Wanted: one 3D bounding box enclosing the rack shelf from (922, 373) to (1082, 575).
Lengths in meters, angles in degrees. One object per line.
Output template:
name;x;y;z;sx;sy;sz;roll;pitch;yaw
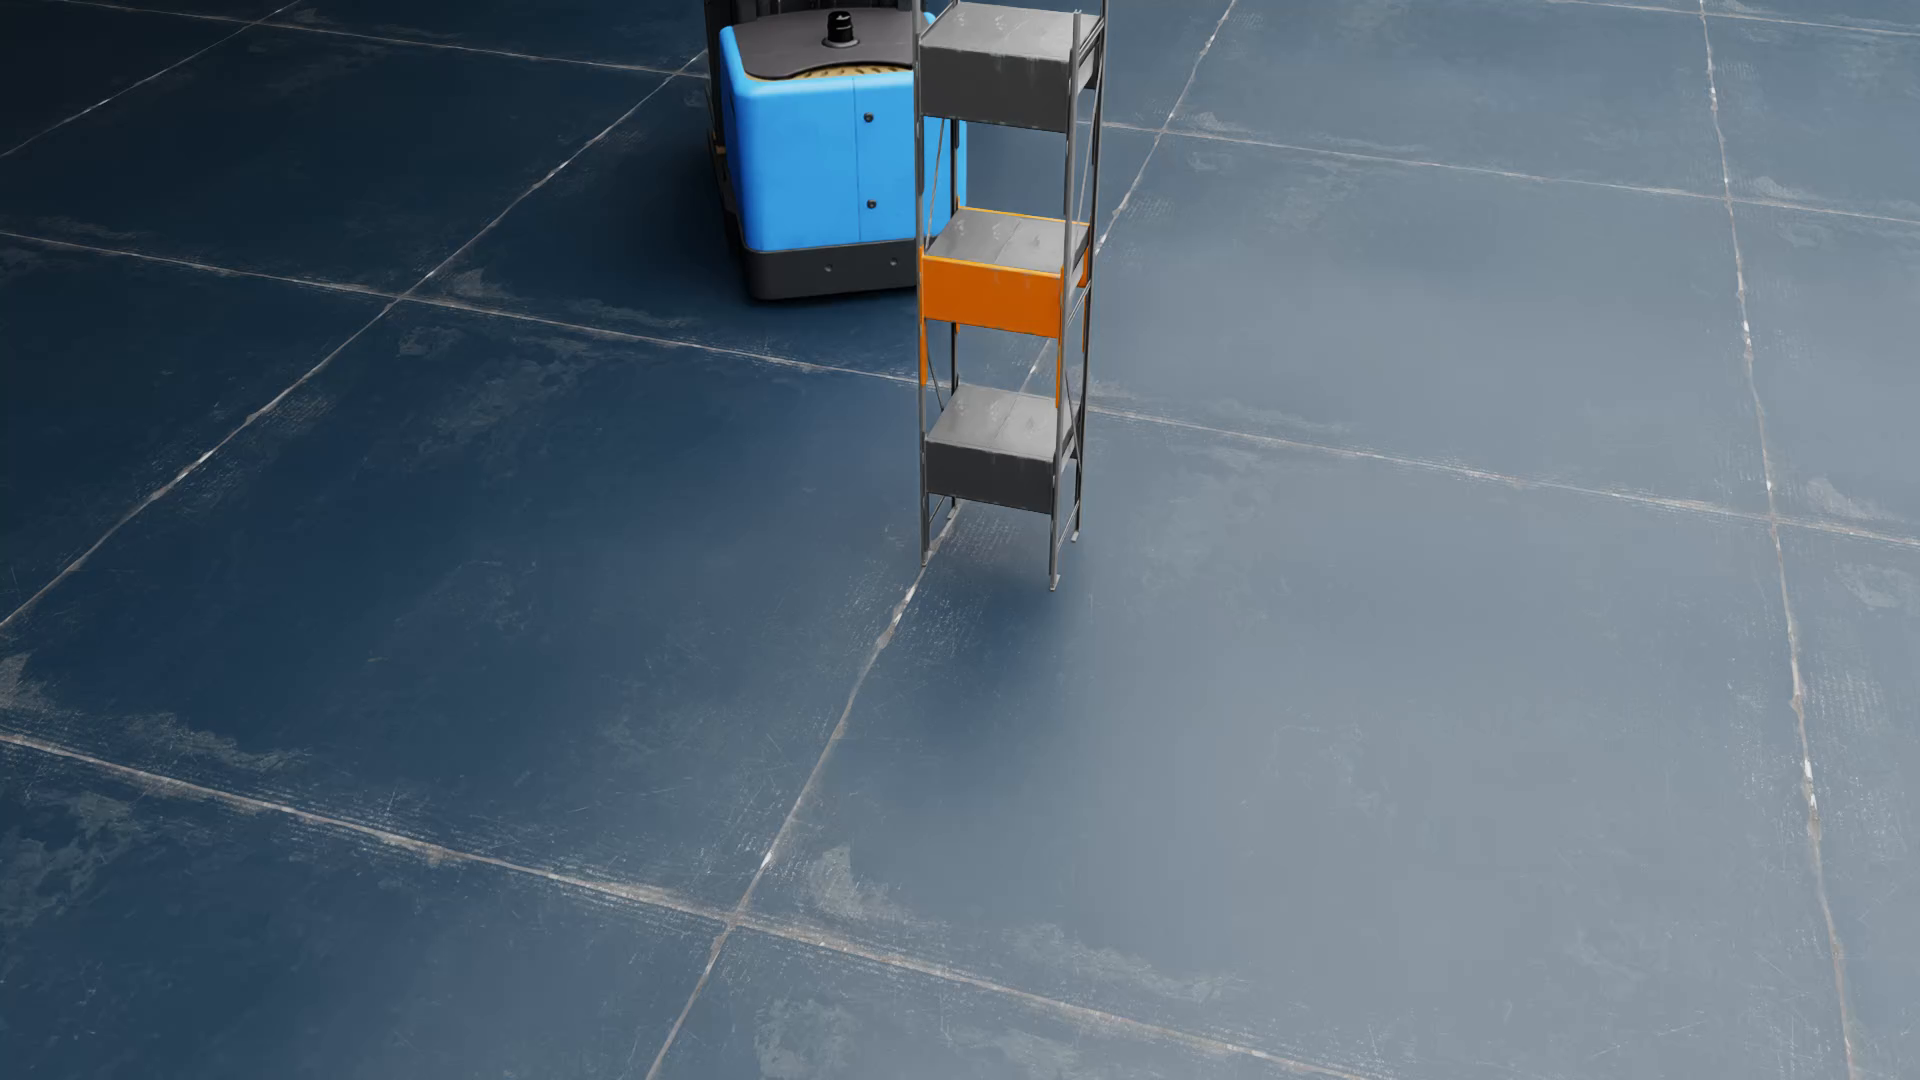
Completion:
rack shelf;0.158;-0.242;6.011;0.480;0.518;0.431;10;38;14

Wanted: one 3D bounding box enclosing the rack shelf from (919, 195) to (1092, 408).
rack shelf;0.158;-0.805;5.596;0.480;0.518;0.431;10;38;14

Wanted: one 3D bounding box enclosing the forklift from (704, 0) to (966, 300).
forklift;-0.756;-3.154;8.062;1.130;2.935;3.031;-7;37;-9

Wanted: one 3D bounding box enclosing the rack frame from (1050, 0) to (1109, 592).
rack frame;0.391;-0.773;5.529;0.015;2.100;0.400;10;38;14

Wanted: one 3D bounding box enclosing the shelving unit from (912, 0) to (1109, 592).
shelving unit;0.158;-0.816;5.588;0.503;2.100;0.431;10;38;14

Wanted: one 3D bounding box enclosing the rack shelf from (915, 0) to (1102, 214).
rack shelf;0.158;-1.369;5.181;0.480;0.518;0.431;10;38;14

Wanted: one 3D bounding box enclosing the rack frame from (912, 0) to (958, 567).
rack frame;-0.075;-0.860;5.646;0.015;2.100;0.400;10;38;14
